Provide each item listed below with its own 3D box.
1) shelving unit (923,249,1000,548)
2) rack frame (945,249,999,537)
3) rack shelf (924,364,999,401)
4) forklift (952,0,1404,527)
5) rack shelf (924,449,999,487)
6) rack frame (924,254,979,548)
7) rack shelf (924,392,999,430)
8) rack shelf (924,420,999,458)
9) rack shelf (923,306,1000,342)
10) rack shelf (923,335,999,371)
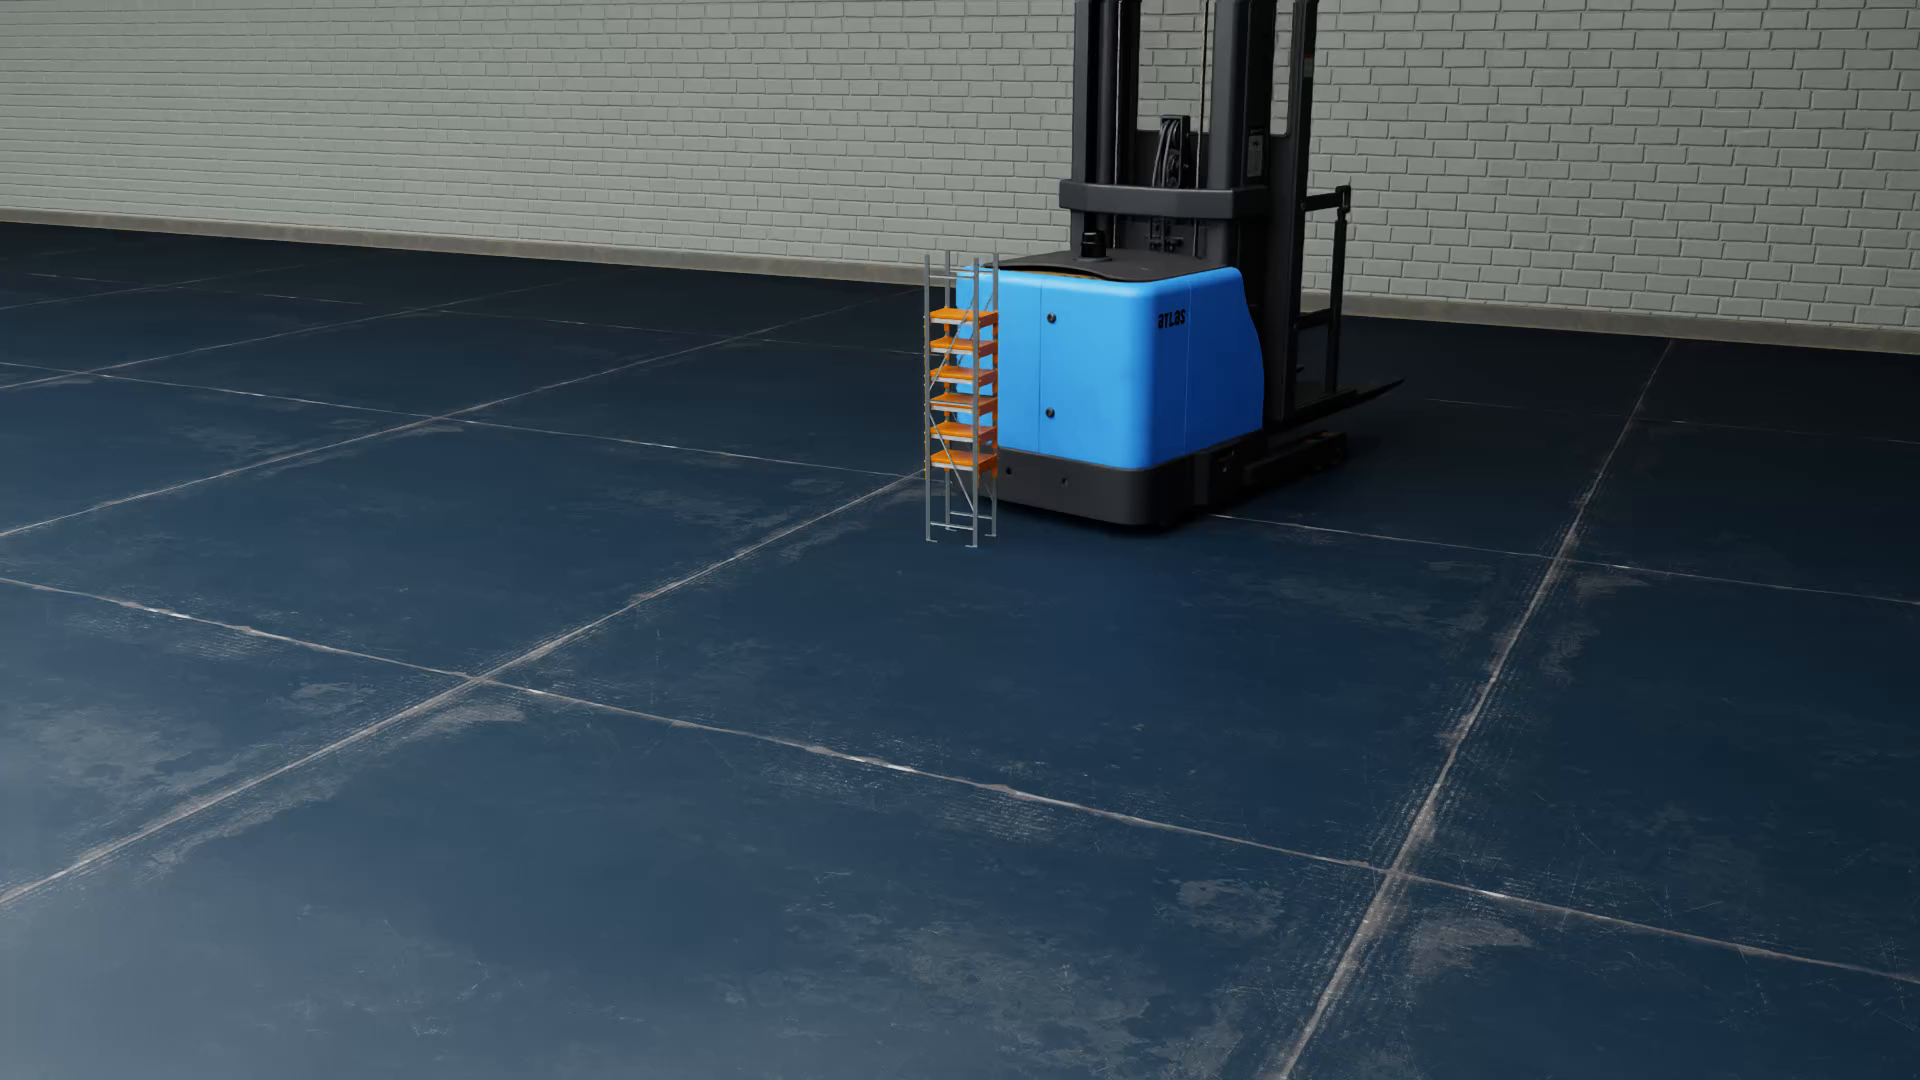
[{"bbox_3d":[0.006,-0.579,6.866,0.258,1.200,0.189,8,18,25],"label":"shelving unit"},{"bbox_3d":[0.047,-0.602,6.944,0.240,1.200,0.006,8,18,25],"label":"rack frame"},{"bbox_3d":[0.006,-0.651,6.844,0.258,0.103,0.180,8,18,25],"label":"rack shelf"},{"bbox_3d":[1.276,-1.815,7.986,1.130,2.935,3.031,13,21,37],"label":"forklift"},{"bbox_3d":[0.006,-0.306,6.947,0.258,0.103,0.180,8,18,25],"label":"rack shelf"},{"bbox_3d":[-0.034,-0.556,6.787,0.240,1.200,0.006,8,18,25],"label":"rack frame"},{"bbox_3d":[0.006,-0.536,6.879,0.258,0.103,0.180,8,18,25],"label":"rack shelf"},{"bbox_3d":[0.006,-0.421,6.913,0.258,0.103,0.180,8,18,25],"label":"rack shelf"},{"bbox_3d":[0.006,-0.881,6.776,0.258,0.103,0.180,8,18,25],"label":"rack shelf"},{"bbox_3d":[0.006,-0.766,6.810,0.258,0.103,0.180,8,18,25],"label":"rack shelf"}]
